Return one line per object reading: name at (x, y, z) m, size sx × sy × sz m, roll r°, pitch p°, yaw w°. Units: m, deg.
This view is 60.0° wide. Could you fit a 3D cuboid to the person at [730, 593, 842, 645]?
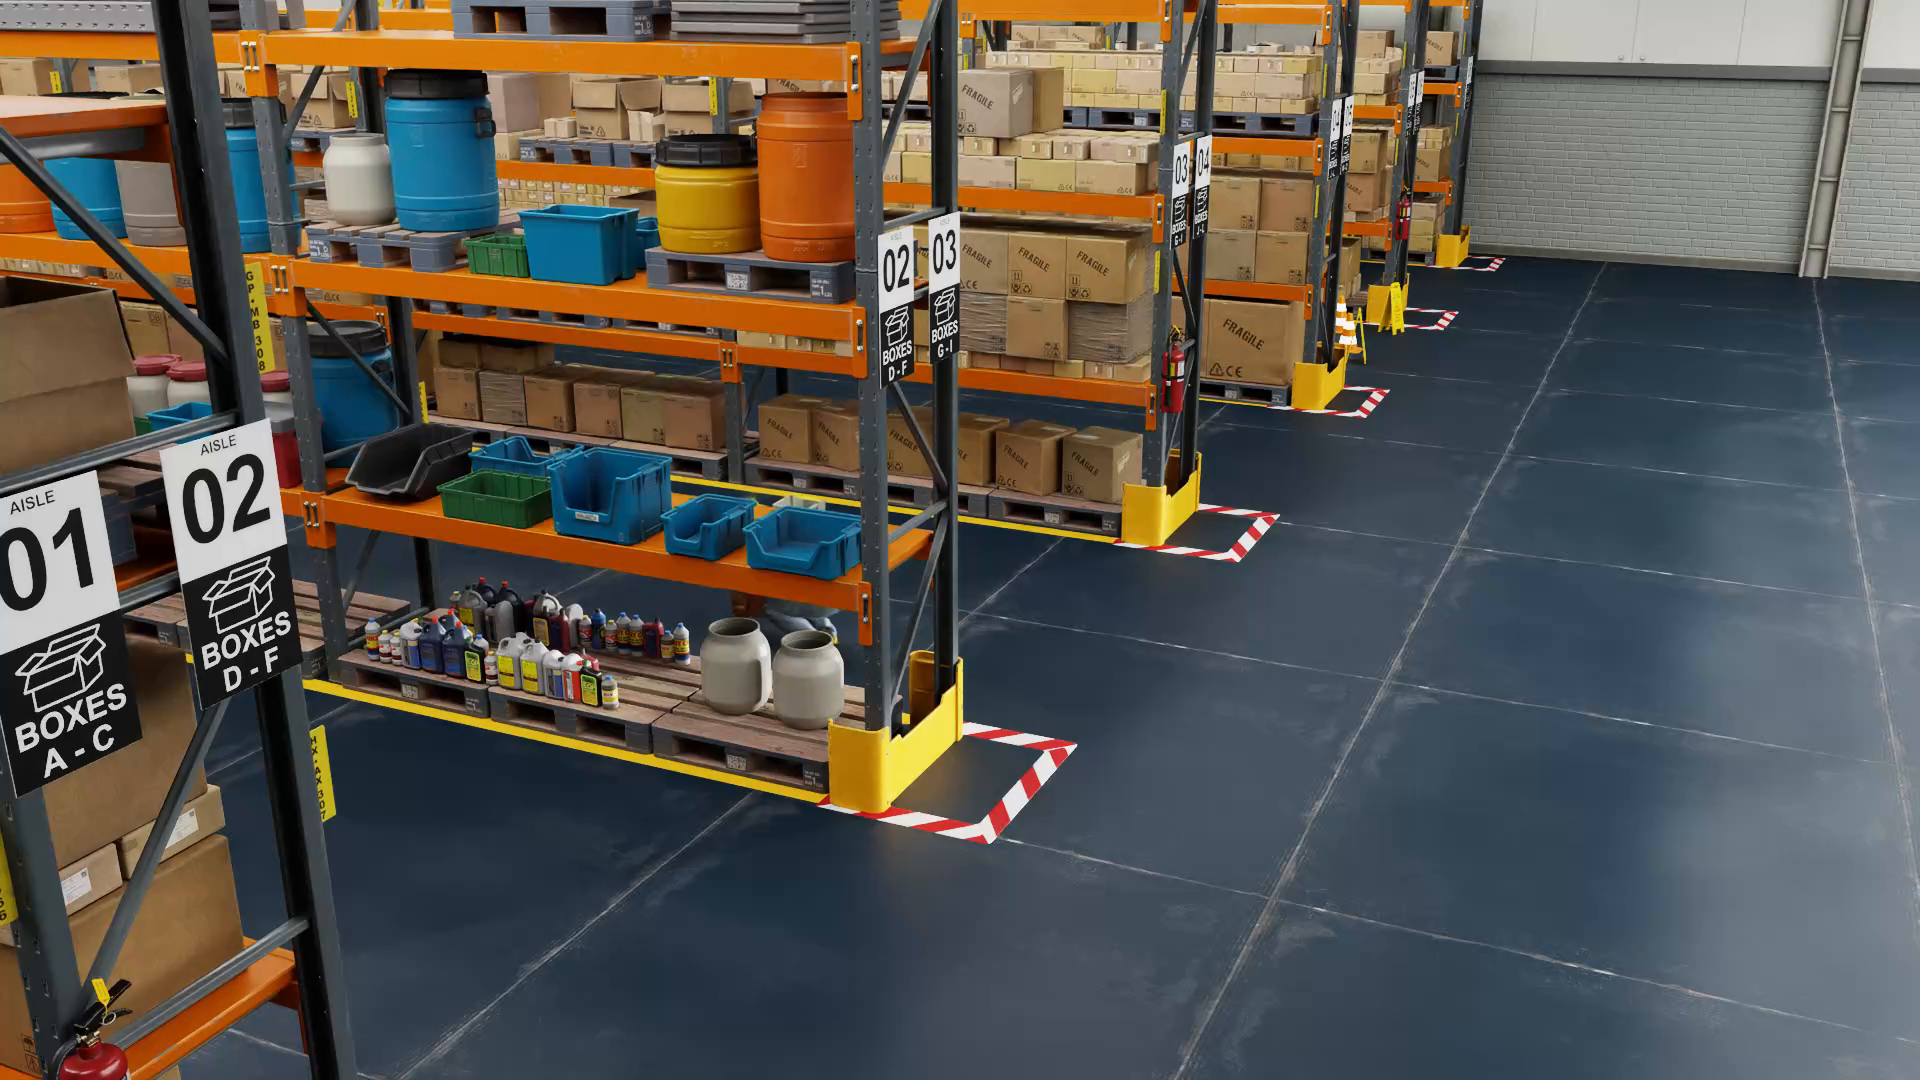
person at (-1.138, 0.272, 11.439) m, size 0.891 × 0.994 × 0.590 m, roll 8°, pitch 21°, yaw 23°
